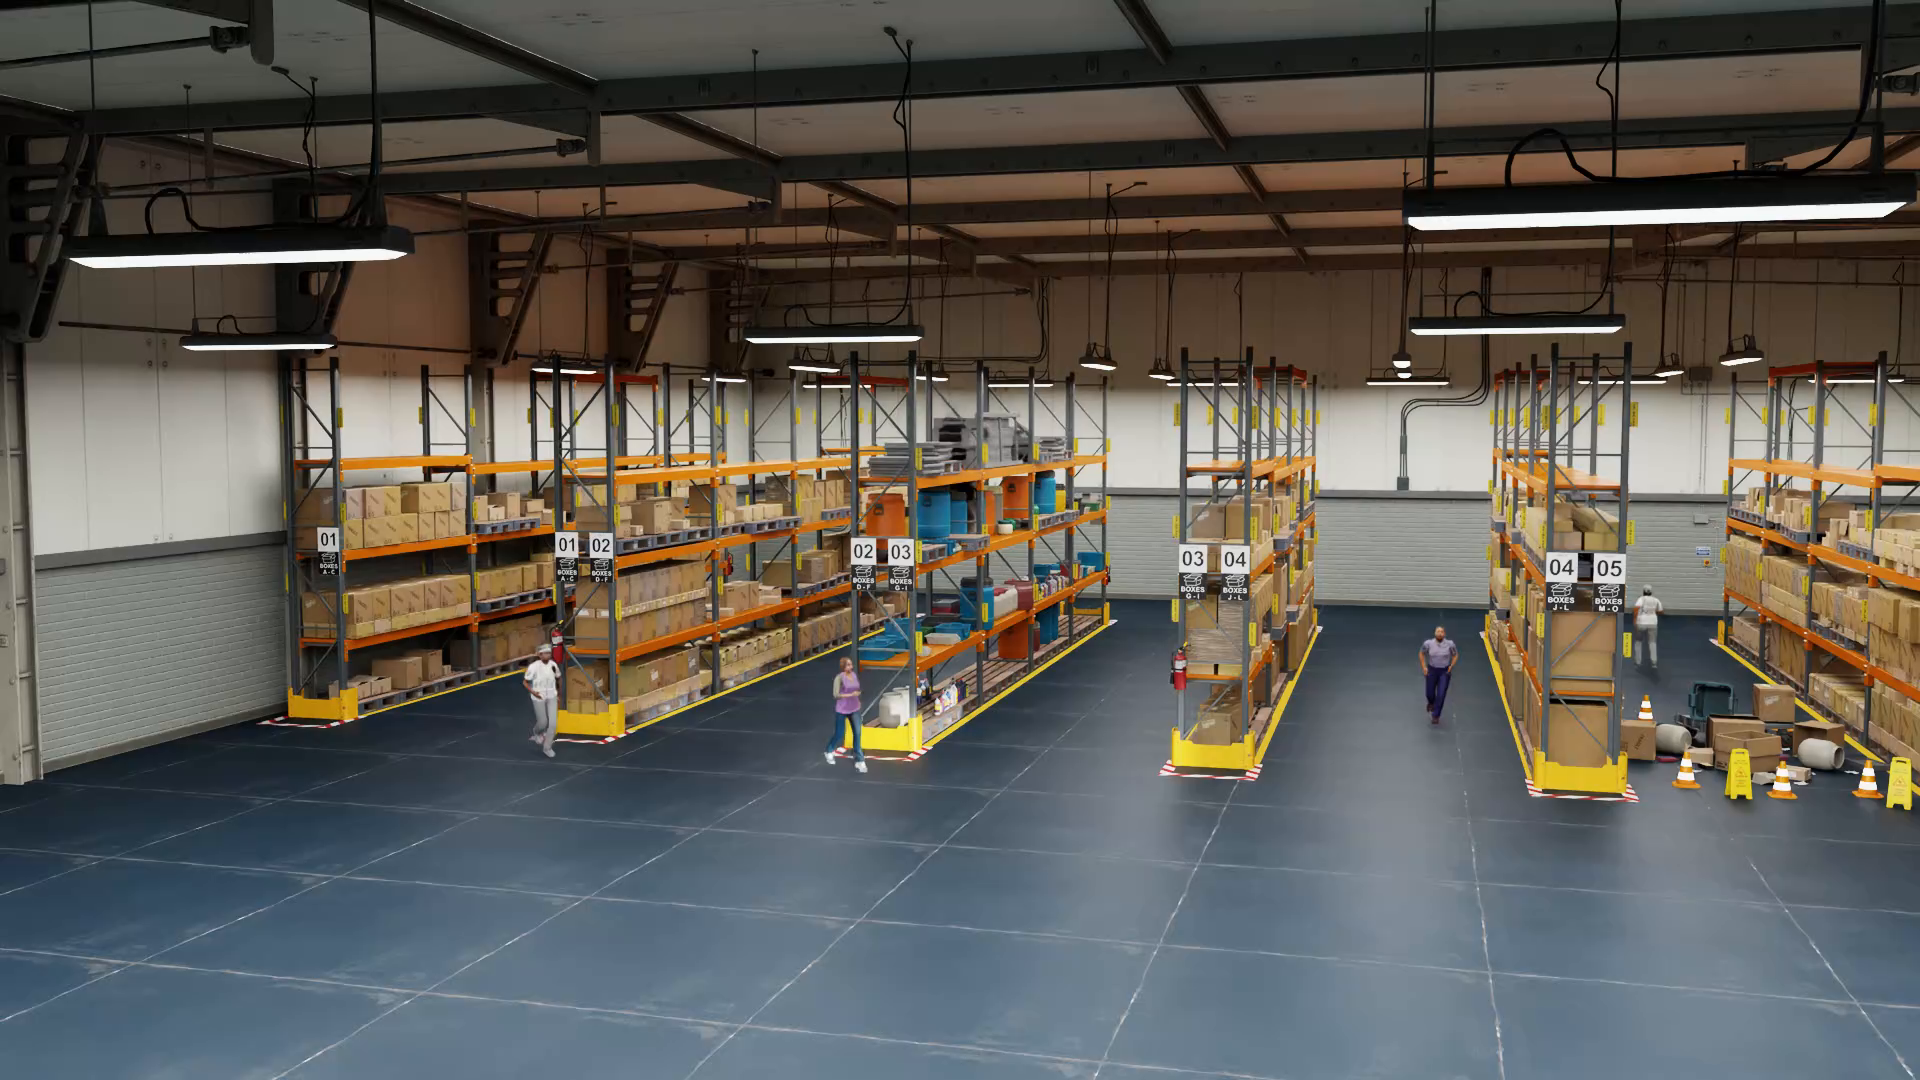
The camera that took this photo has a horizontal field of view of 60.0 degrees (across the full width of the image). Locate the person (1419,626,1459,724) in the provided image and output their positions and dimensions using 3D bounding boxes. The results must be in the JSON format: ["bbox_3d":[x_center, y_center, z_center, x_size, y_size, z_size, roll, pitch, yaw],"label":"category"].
[{"bbox_3d":[7.886,2.204,27.398,0.624,1.612,0.546,1,4,14],"label":"person"}]

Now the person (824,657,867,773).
[{"bbox_3d":[-1.604,2.448,23.595,0.536,1.601,0.869,-3,5,-39],"label":"person"}]

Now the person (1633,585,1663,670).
[{"bbox_3d":[13.612,1.747,32.940,0.631,1.717,0.810,1,4,8],"label":"person"}]

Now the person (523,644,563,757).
[{"bbox_3d":[-6.204,2.367,24.799,0.612,1.676,0.598,-3,5,-32],"label":"person"}]

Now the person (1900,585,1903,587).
[{"bbox_3d":[18.517,1.704,32.883,0.710,1.787,1.025,0,4,2],"label":"person"}]
